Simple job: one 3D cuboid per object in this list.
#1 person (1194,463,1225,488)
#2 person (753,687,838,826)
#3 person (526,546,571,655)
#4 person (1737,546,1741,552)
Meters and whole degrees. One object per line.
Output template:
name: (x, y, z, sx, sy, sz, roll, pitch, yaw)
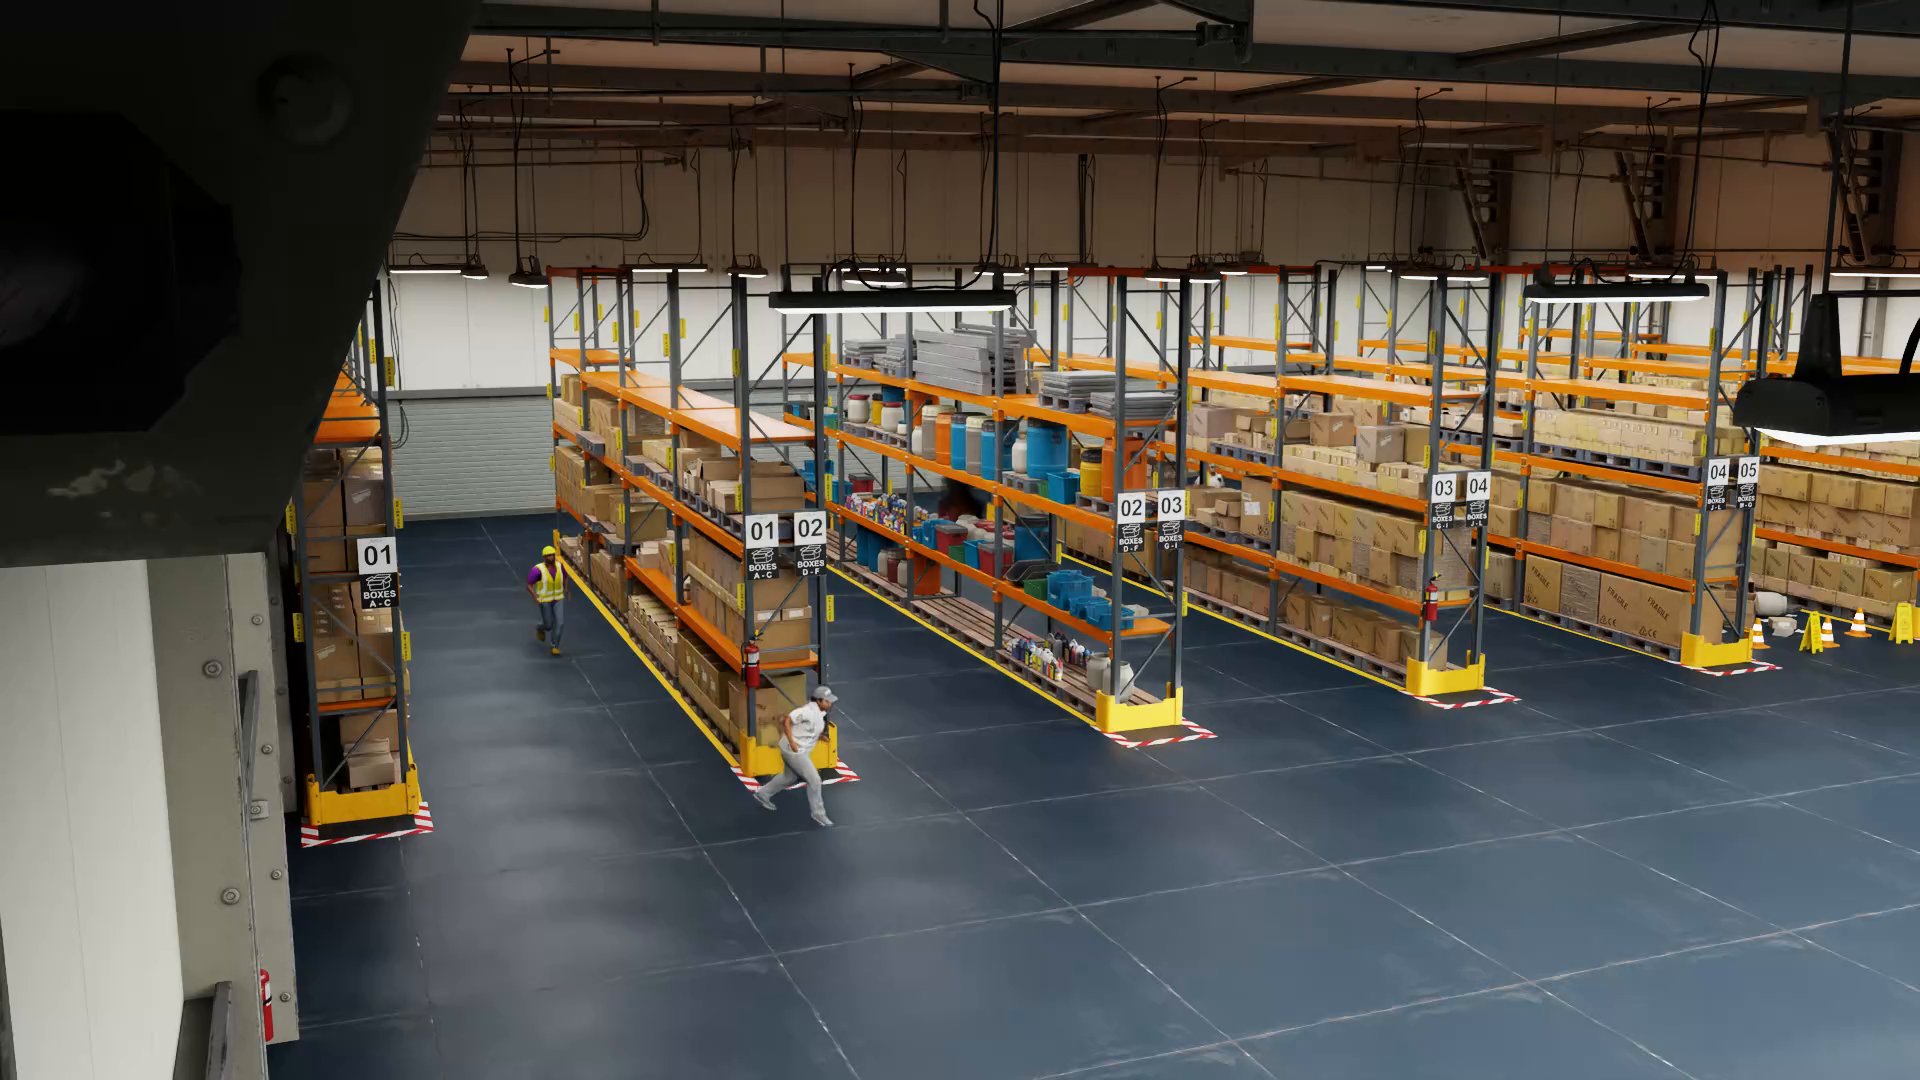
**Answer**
person: (5.554, -0.870, 36.535, 0.638, 1.753, 0.651, -5, 11, -26)
person: (-1.837, 2.400, 18.503, 1.026, 1.627, 0.647, 3, 10, 17)
person: (-6.513, 0.938, 26.368, 0.706, 1.722, 0.721, -7, 12, -34)
person: (15.523, -0.193, 33.530, 0.646, 1.485, 0.733, -8, 13, -38)
